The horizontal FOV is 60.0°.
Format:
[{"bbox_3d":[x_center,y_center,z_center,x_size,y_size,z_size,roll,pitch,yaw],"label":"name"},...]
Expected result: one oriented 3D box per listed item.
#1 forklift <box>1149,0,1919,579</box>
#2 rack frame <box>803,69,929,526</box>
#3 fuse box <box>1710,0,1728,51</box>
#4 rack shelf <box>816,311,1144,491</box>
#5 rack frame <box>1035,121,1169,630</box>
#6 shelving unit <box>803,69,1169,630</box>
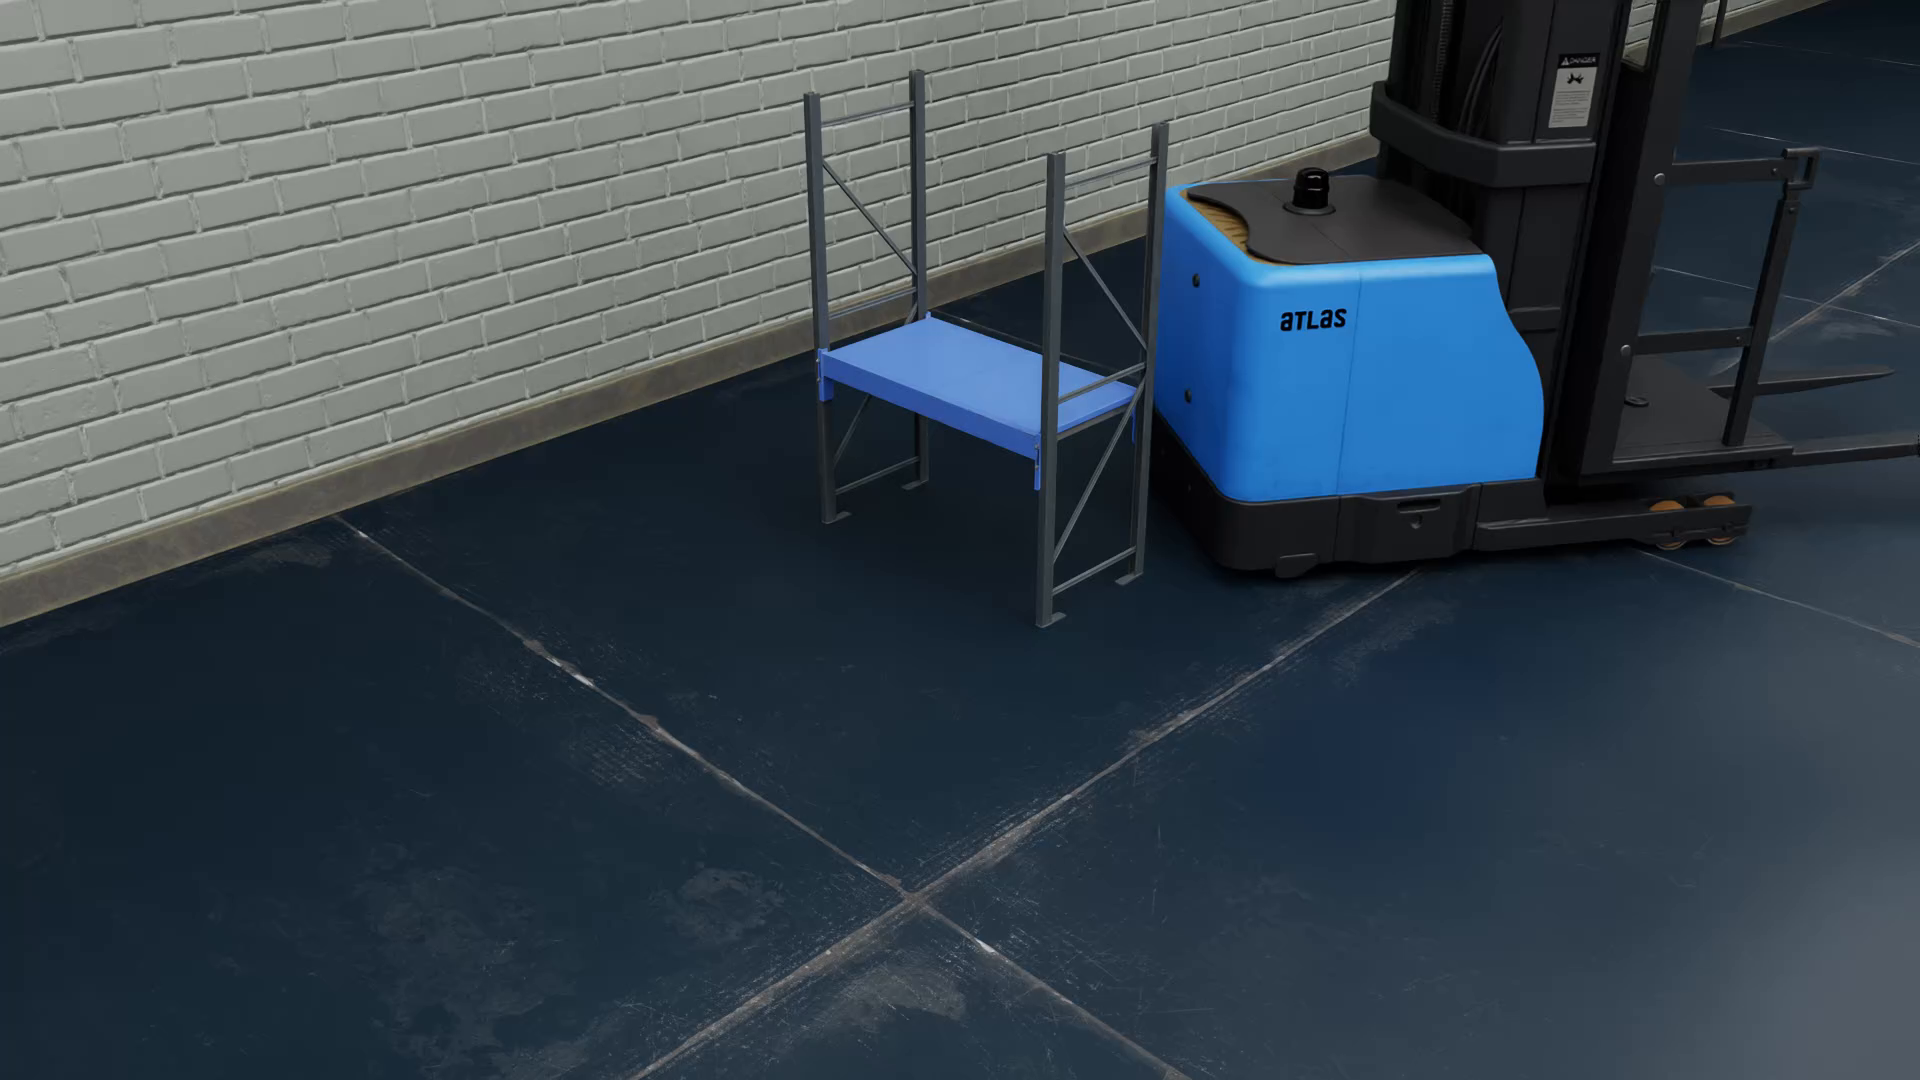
[{"bbox_3d":[2.237,-1.499,5.452,3.031,2.935,1.130,-5,28,-10],"label":"forklift"},{"bbox_3d":[-0.302,-0.802,5.663,0.032,1.500,0.500,25,36,38],"label":"rack frame"},{"bbox_3d":[5.972,-4.616,12.690,0.414,1.711,0.539,25,36,38],"label":"fuse box"},{"bbox_3d":[0.061,-0.477,5.432,1.000,0.185,0.538,25,36,38],"label":"rack shelf"},{"bbox_3d":[0.423,-0.470,5.033,0.032,1.500,0.500,25,36,38],"label":"rack frame"},{"bbox_3d":[0.061,-0.636,5.348,1.048,1.500,0.538,25,36,38],"label":"shelving unit"}]
